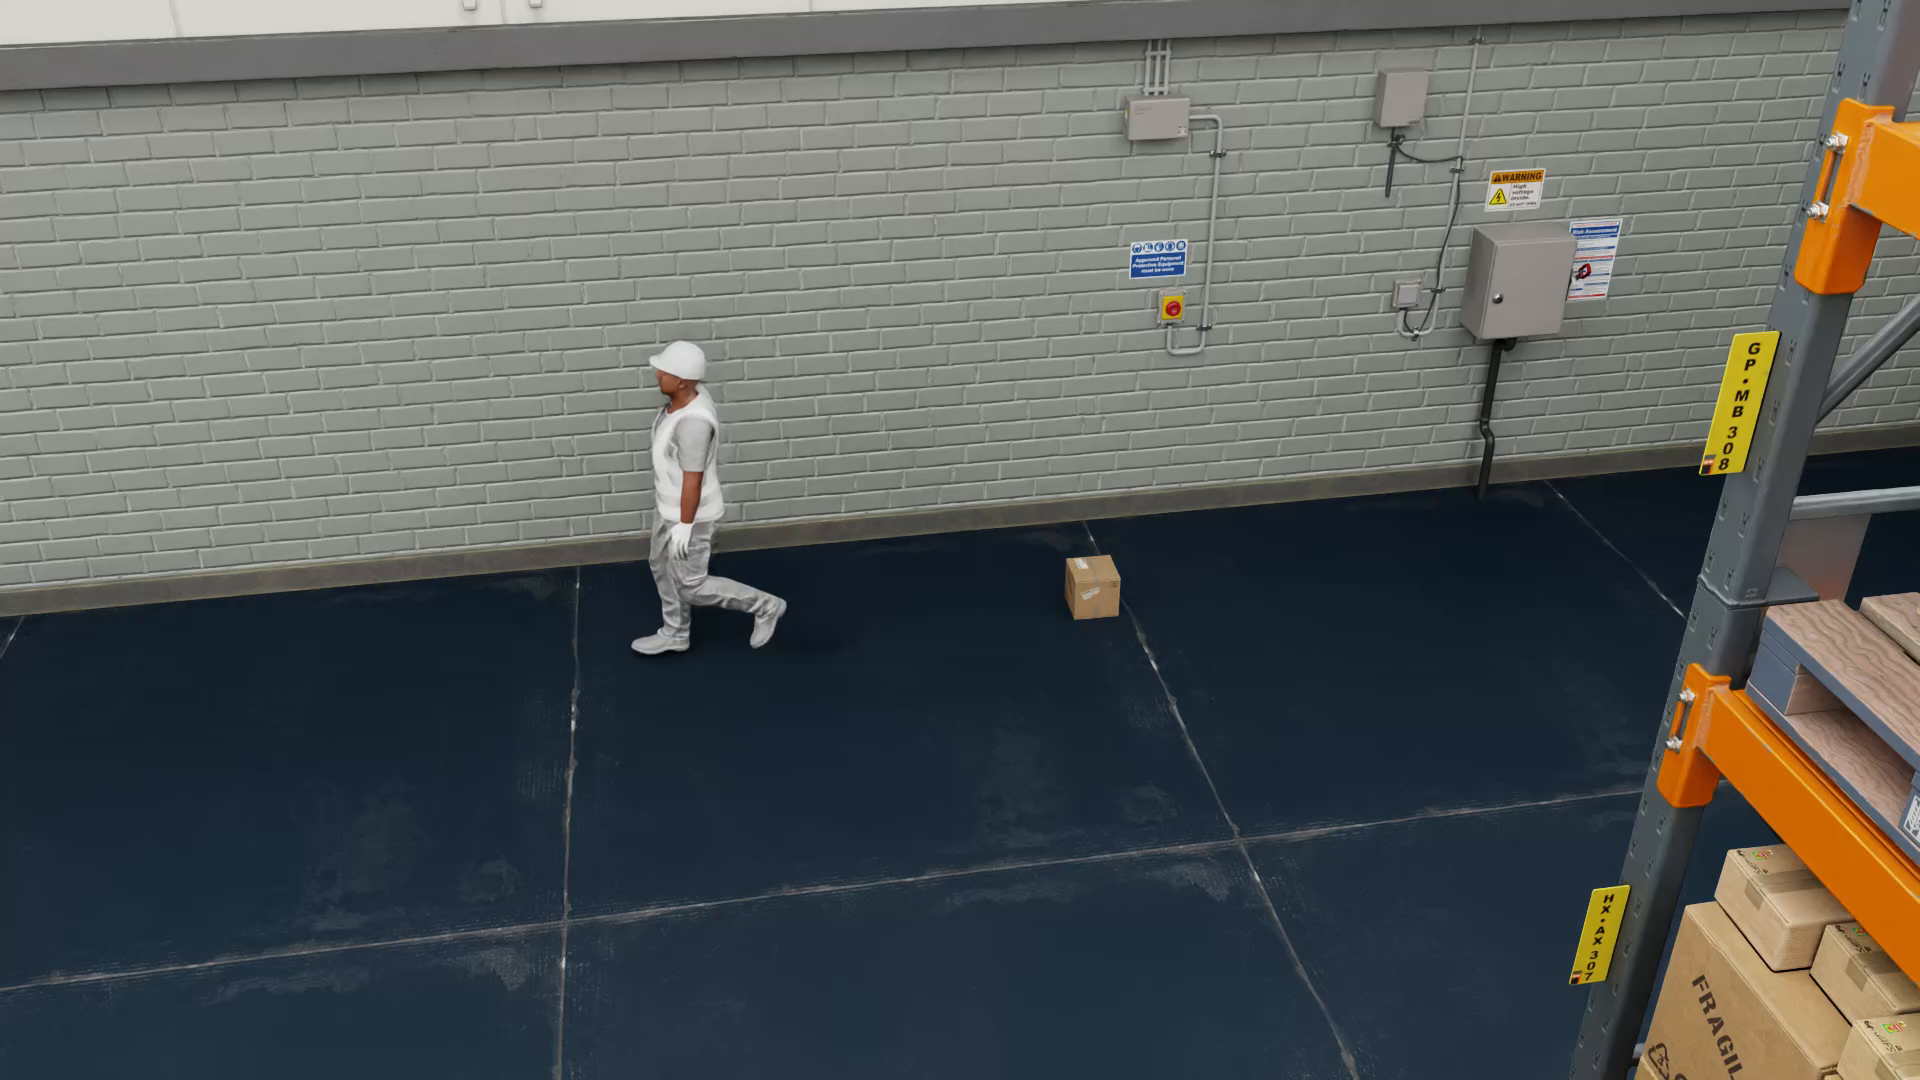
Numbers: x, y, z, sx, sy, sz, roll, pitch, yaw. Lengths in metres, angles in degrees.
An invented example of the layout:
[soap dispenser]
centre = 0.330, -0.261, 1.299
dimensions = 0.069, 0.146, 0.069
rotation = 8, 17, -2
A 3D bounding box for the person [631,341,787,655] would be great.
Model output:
[person]
centre = -1.327, -0.179, 8.393
dimensions = 0.813, 1.761, 0.556
rotation = -7, 31, -12
